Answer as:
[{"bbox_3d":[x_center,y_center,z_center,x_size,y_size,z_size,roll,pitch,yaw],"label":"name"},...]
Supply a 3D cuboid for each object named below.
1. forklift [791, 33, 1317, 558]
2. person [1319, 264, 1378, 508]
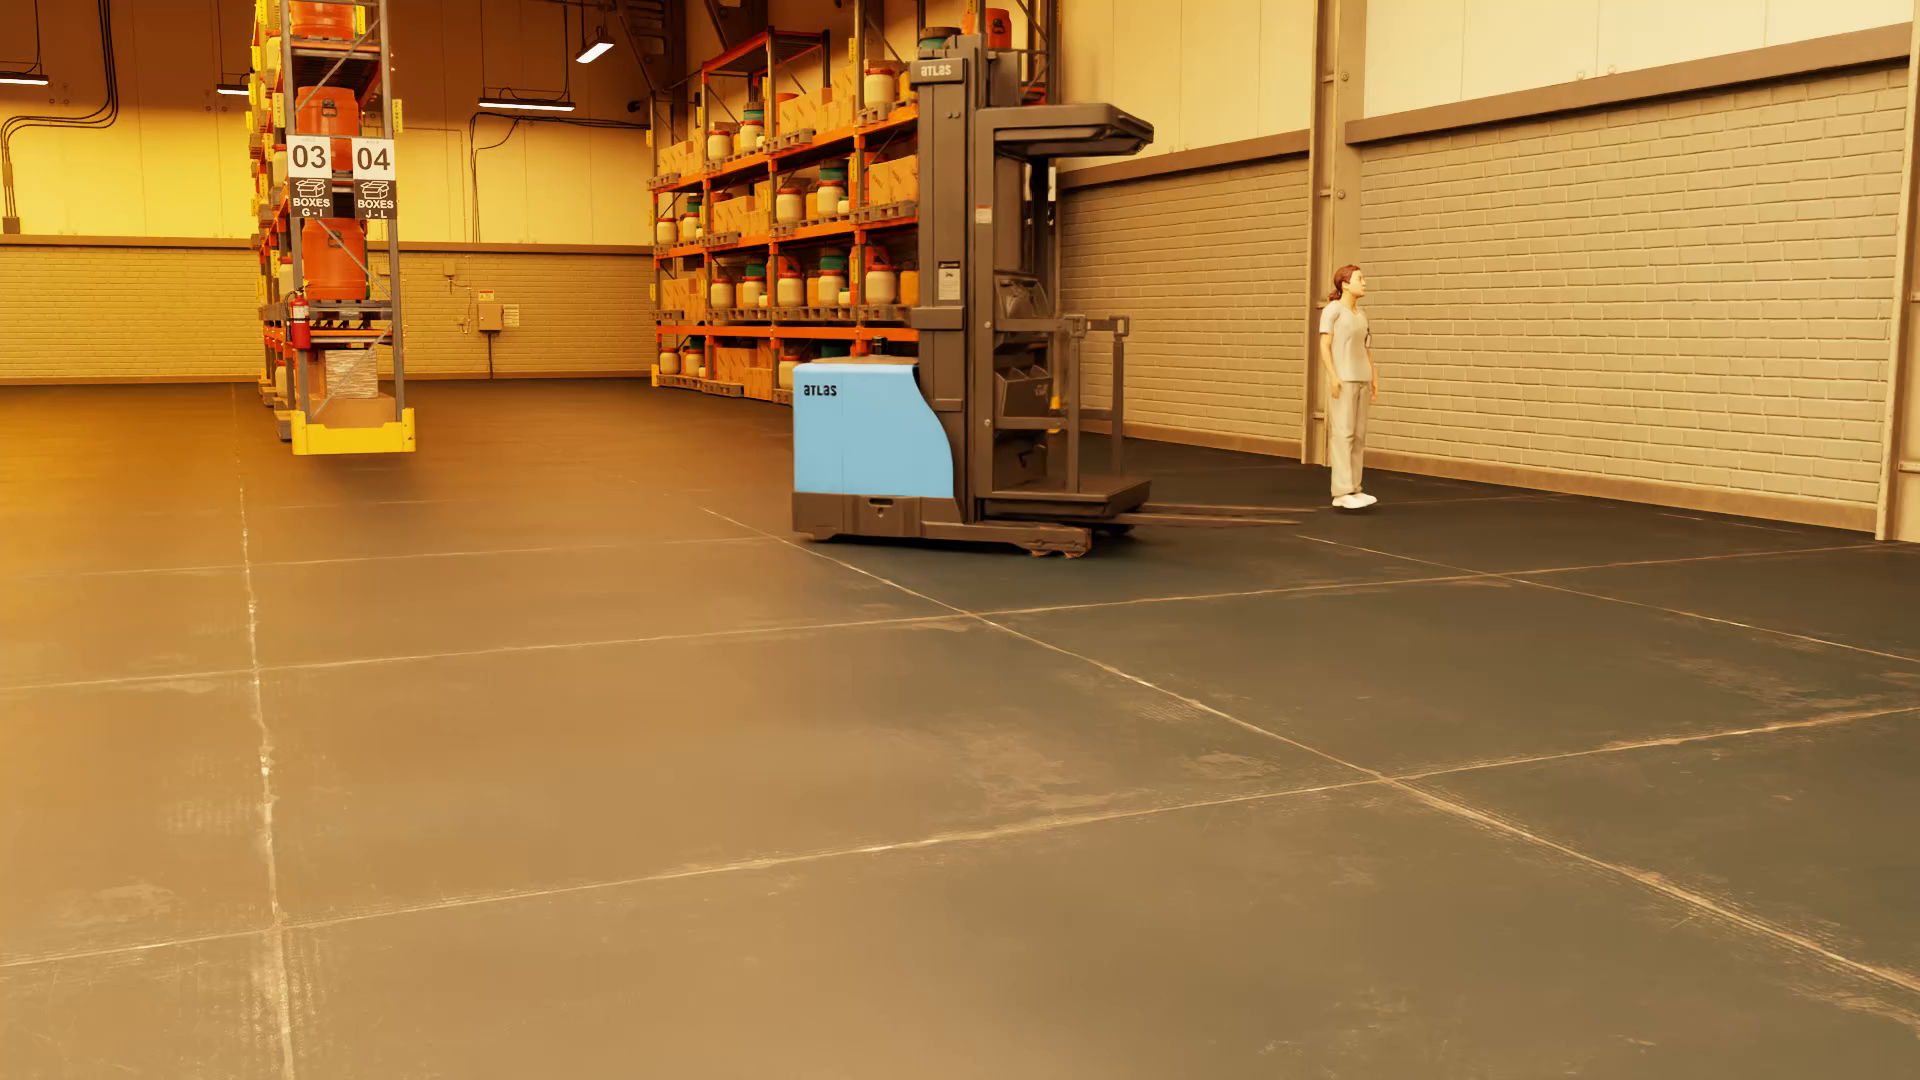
[{"bbox_3d":[0.556,-1.430,9.789,3.031,2.935,1.130,3,8,19],"label":"forklift"},{"bbox_3d":[2.776,-1.082,11.608,0.546,1.674,0.535,-6,10,-40],"label":"person"}]
